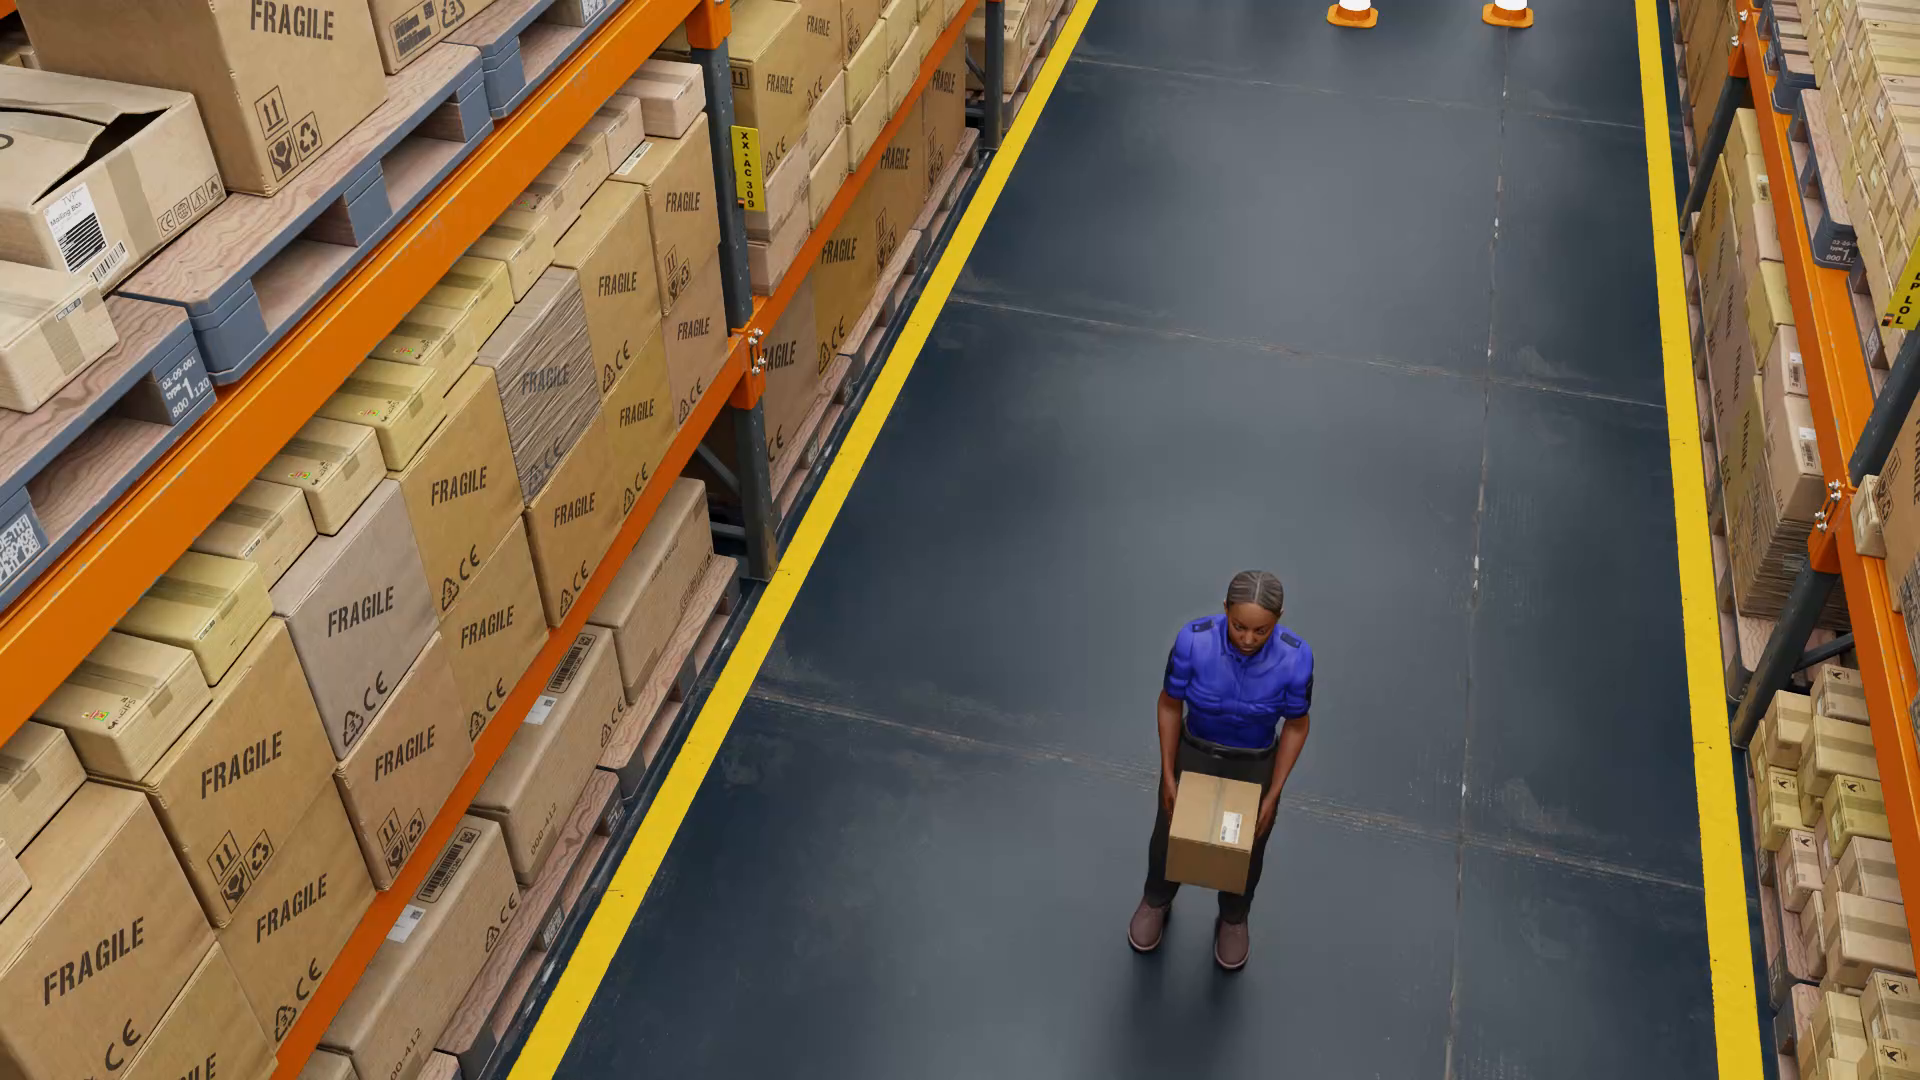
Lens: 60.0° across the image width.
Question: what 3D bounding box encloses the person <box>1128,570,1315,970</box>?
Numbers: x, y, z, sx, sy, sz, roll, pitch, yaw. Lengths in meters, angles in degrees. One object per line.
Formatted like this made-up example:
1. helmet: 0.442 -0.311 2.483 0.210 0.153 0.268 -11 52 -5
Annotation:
1. person: 0.837 0.751 5.301 0.479 1.663 0.405 9 42 11
